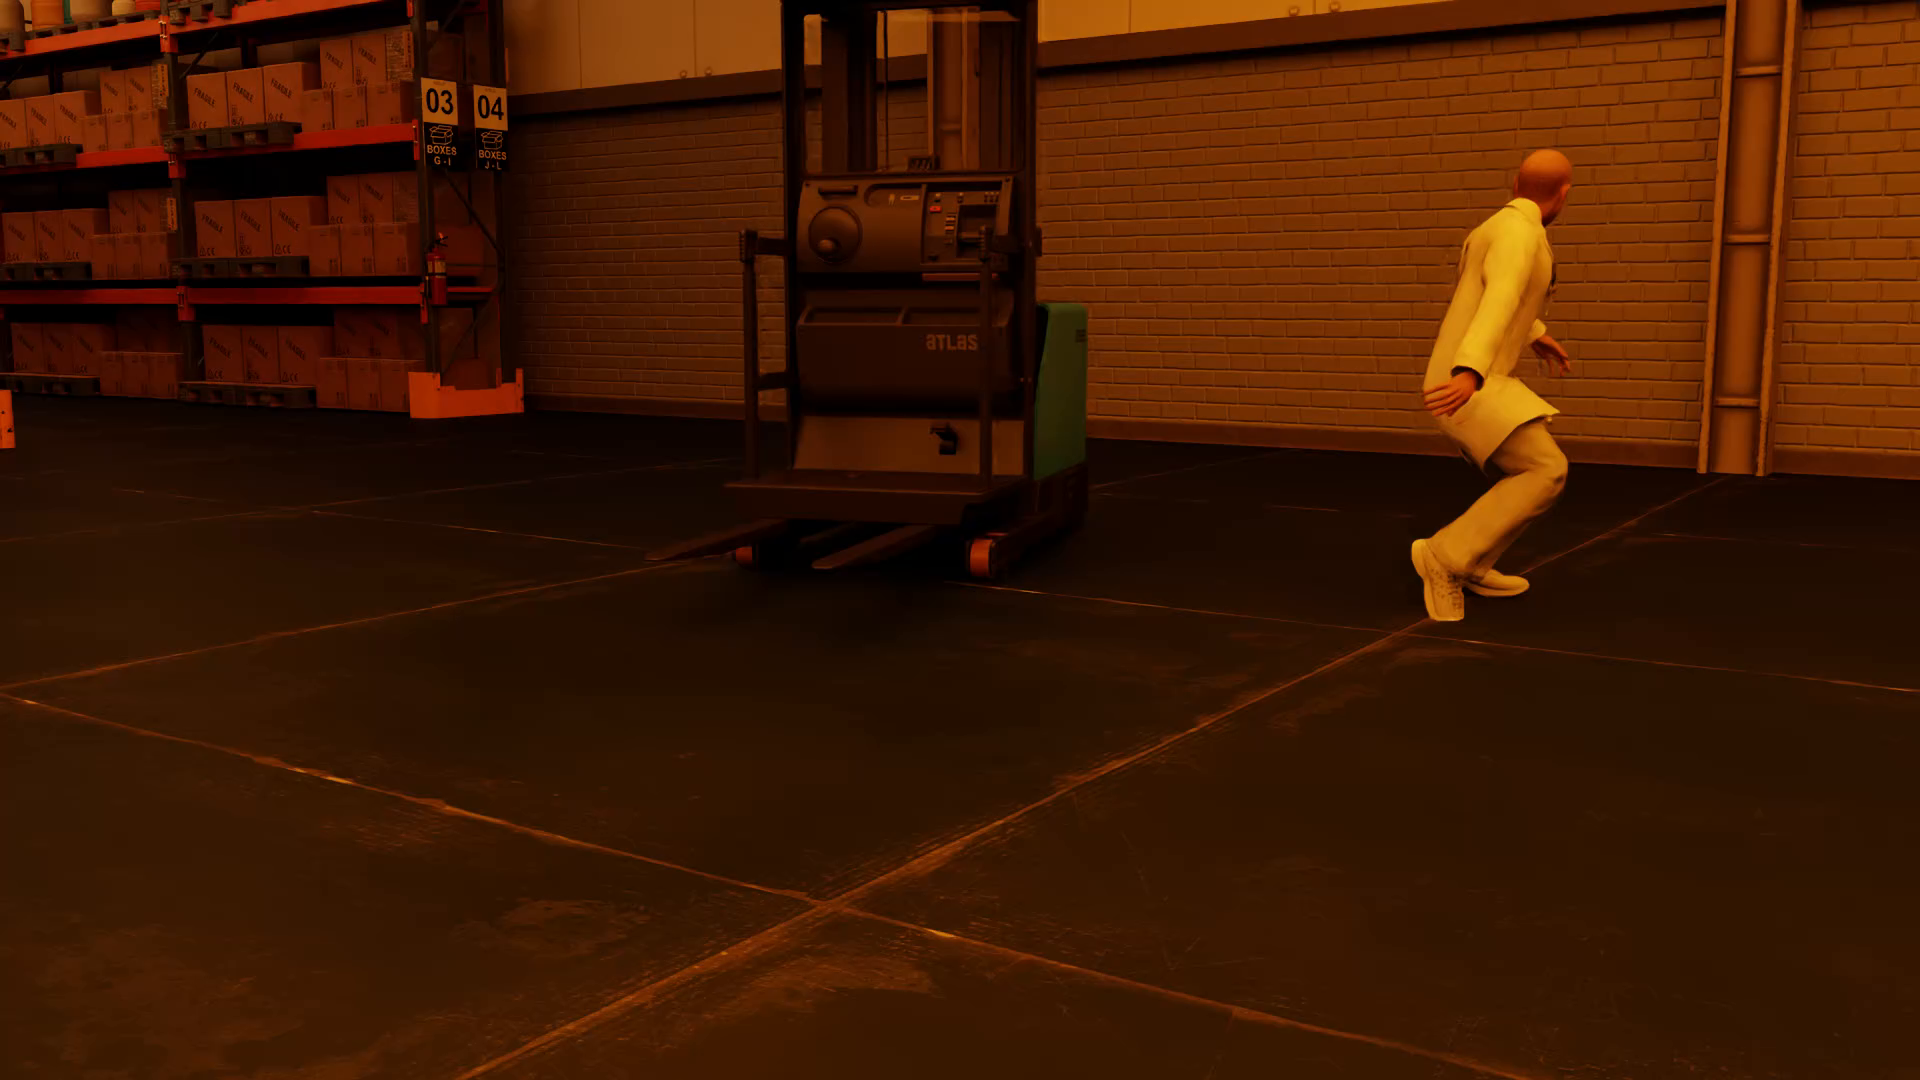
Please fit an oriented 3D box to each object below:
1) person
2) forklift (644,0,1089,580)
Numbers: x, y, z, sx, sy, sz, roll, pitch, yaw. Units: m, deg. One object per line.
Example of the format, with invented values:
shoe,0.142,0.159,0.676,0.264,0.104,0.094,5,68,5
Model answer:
person,1.862,-0.505,5.774,0.513,1.670,1.057,3,9,18
forklift,-0.294,-1.356,6.730,1.130,2.935,3.031,2,8,17
